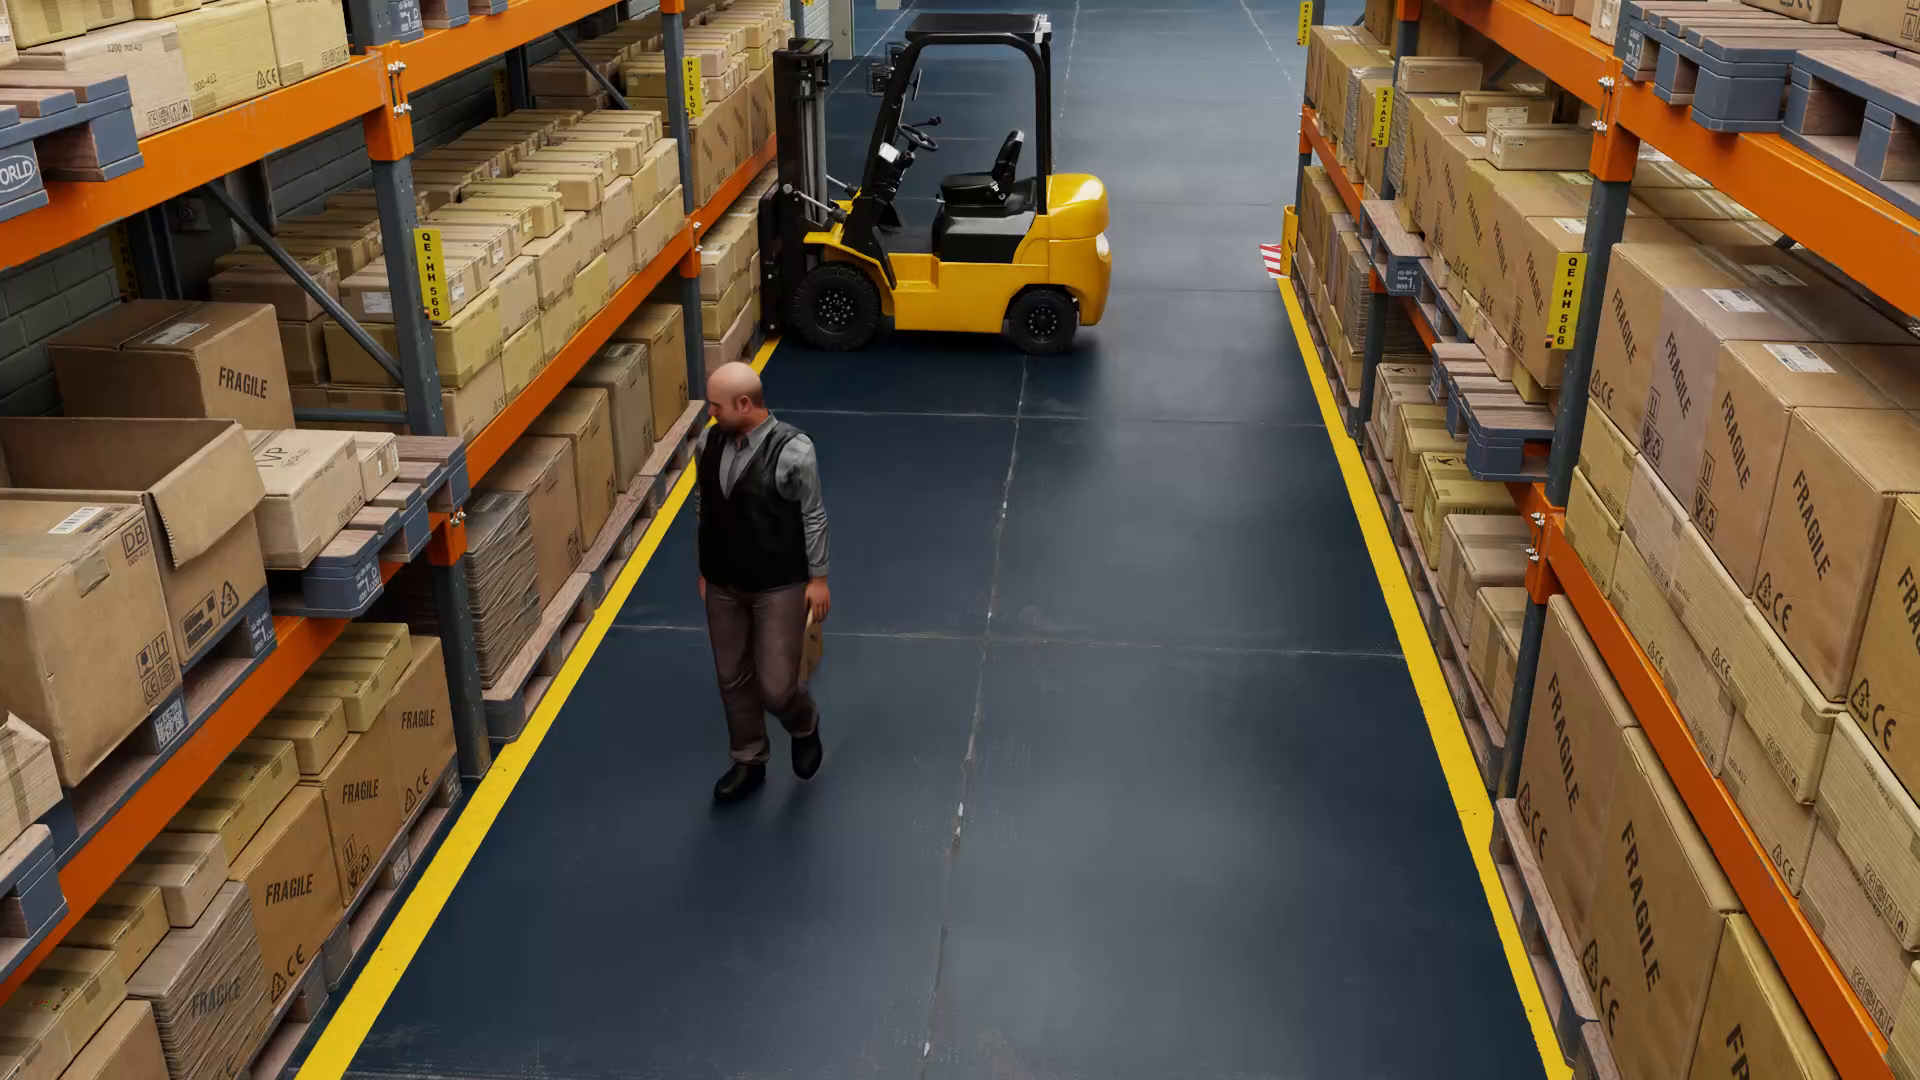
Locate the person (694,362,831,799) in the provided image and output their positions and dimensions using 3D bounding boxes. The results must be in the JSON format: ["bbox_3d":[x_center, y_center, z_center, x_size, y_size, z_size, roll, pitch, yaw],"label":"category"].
[{"bbox_3d":[-0.776,0.166,6.223,0.559,1.715,0.472,11,27,24],"label":"person"}]
